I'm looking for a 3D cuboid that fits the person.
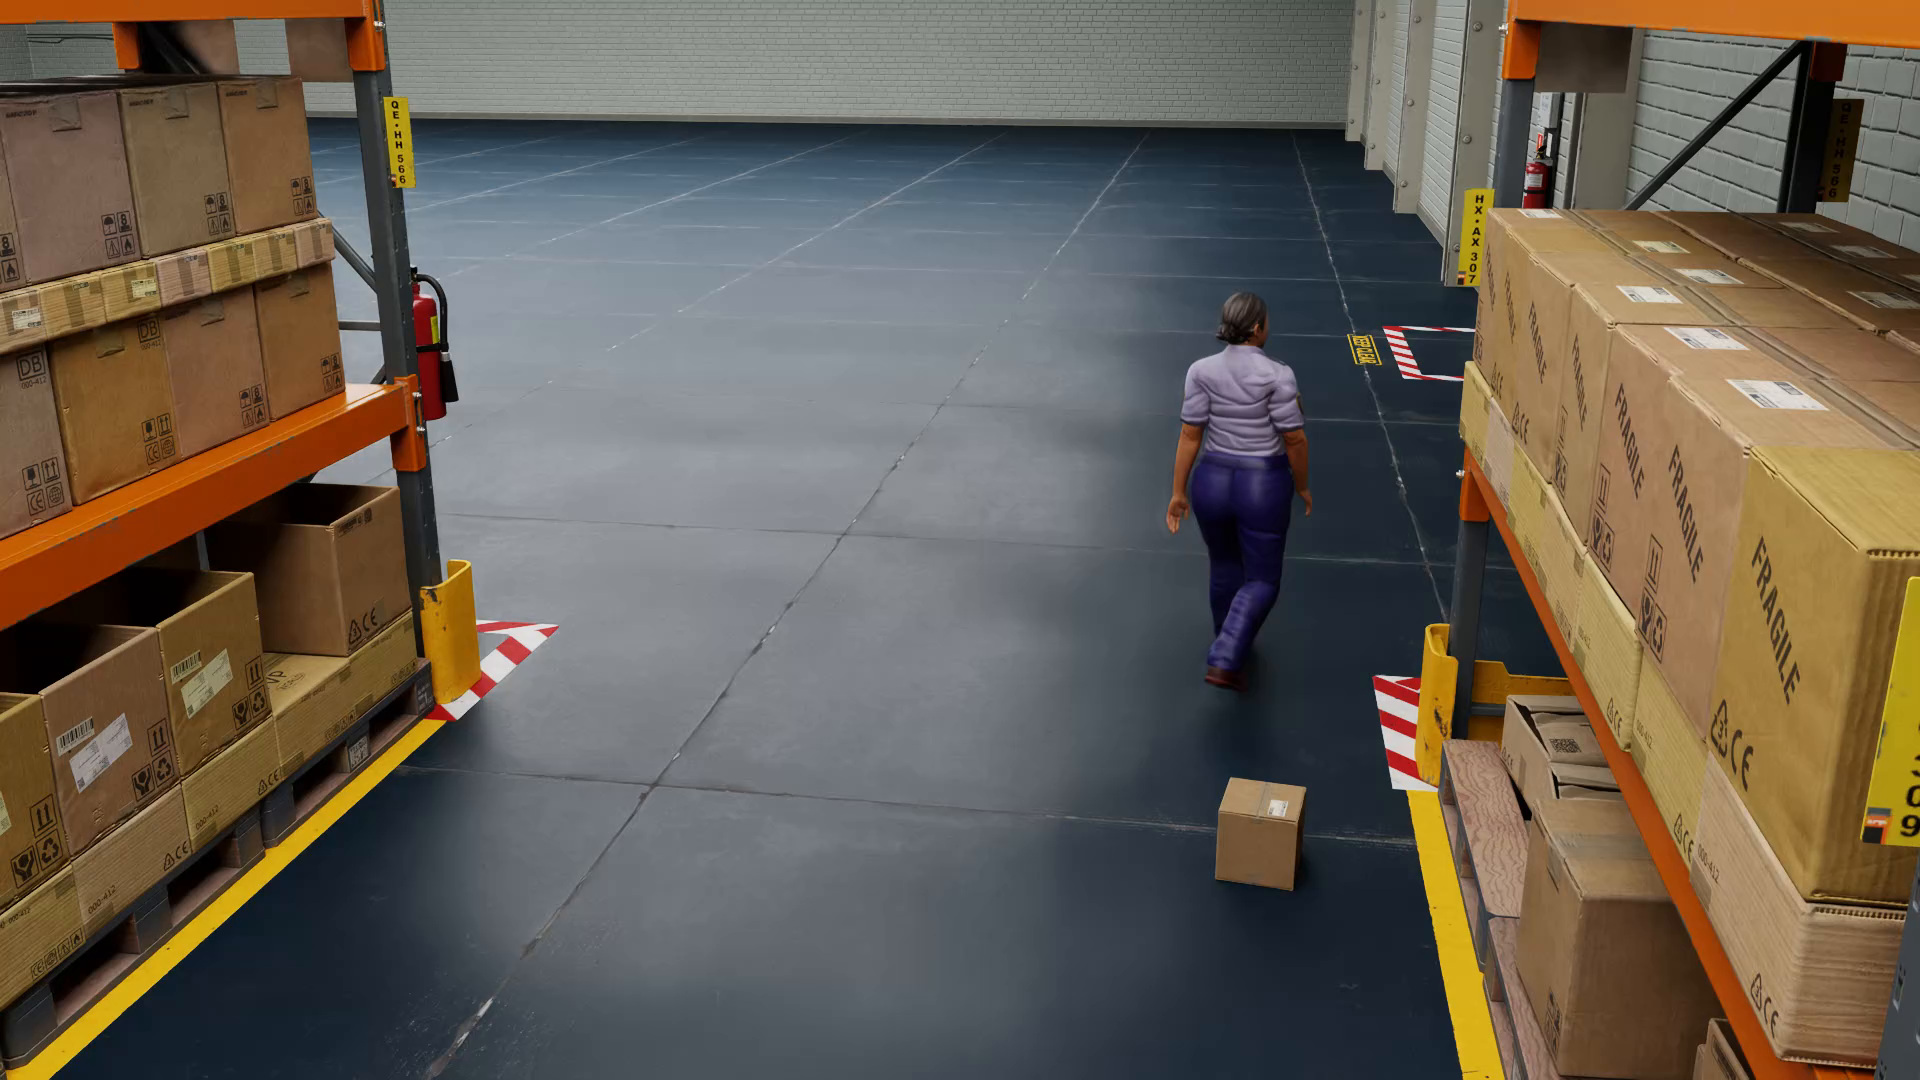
[{"bbox_3d":[1.125,-0.195,6.650,0.529,1.608,0.899,9,20,25],"label":"person"}]
